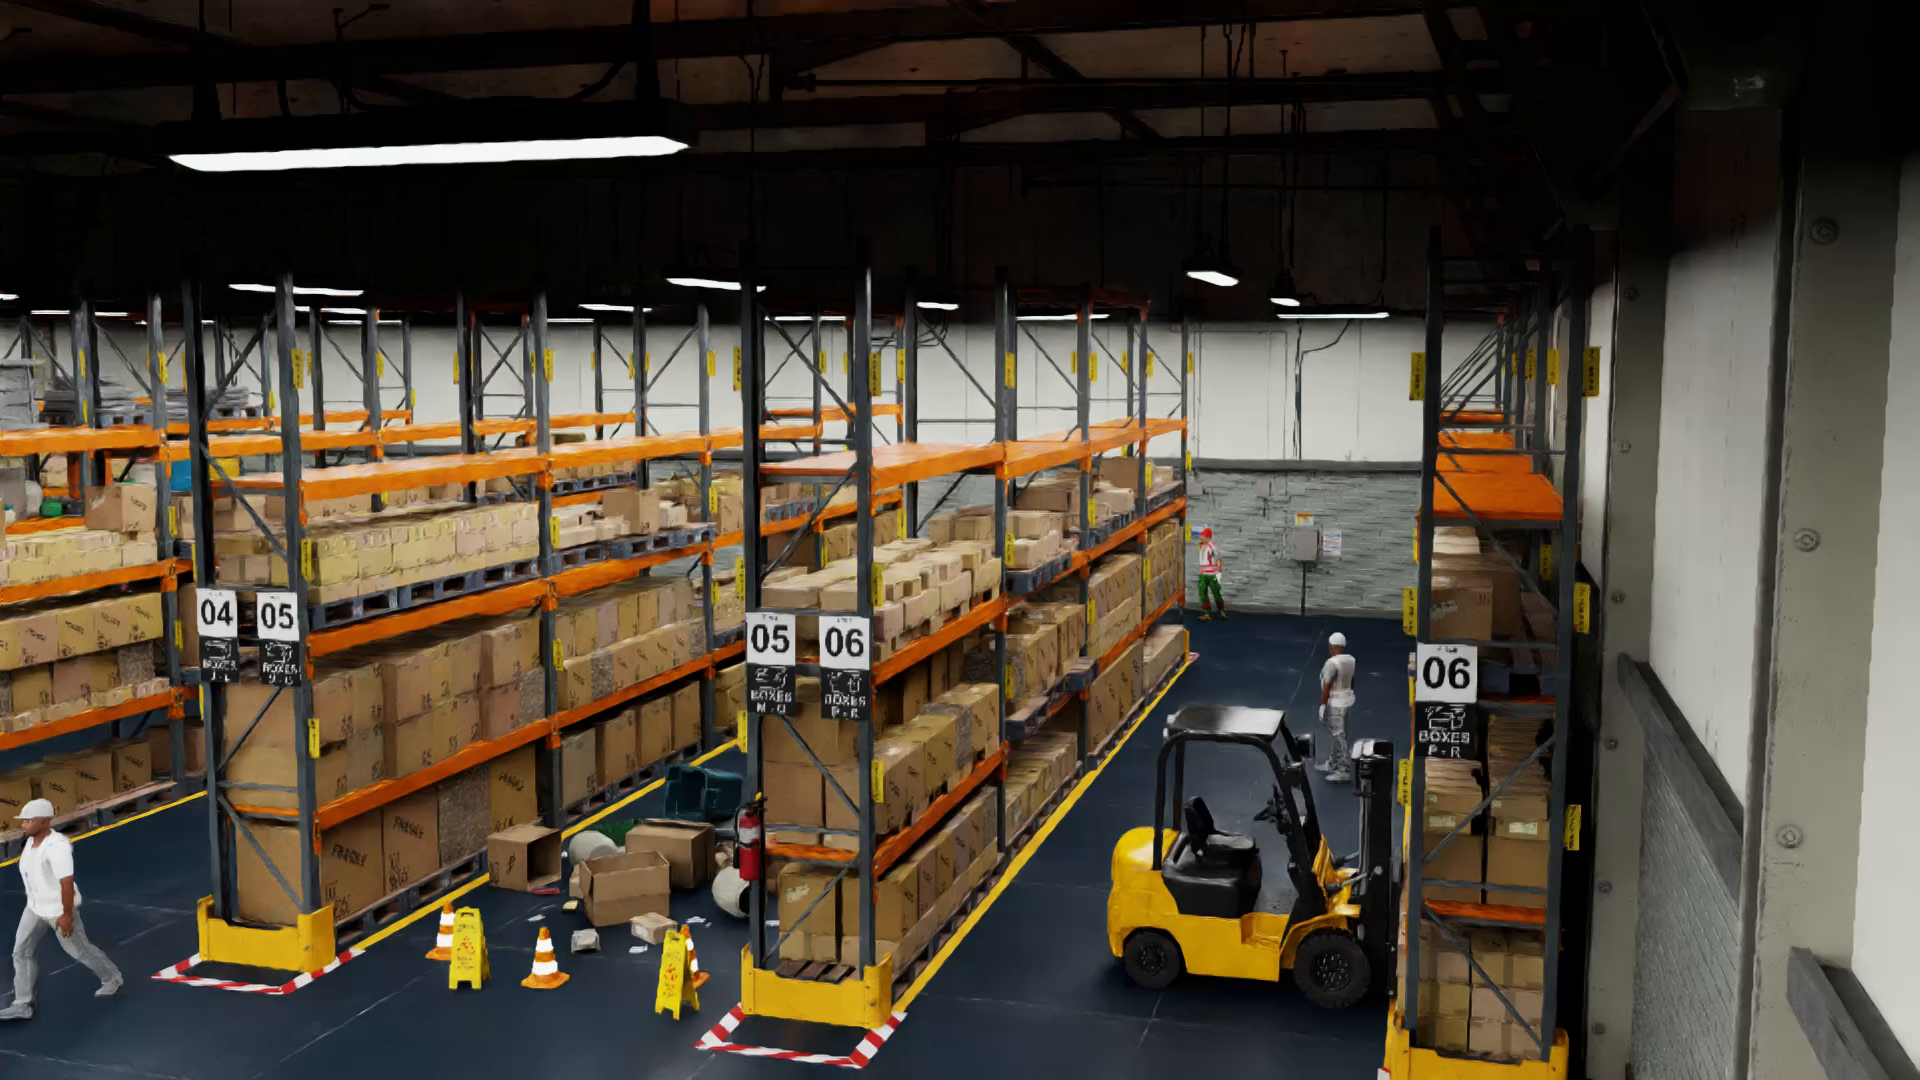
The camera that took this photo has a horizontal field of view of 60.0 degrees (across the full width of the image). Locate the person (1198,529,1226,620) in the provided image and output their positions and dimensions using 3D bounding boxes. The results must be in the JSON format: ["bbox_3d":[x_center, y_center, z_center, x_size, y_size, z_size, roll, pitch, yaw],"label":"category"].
[{"bbox_3d":[4.918,0.662,32.436,0.573,1.774,0.579,-5,8,-38],"label":"person"}]

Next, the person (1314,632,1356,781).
[{"bbox_3d":[4.572,1.998,20.294,0.594,1.782,0.678,5,8,38],"label":"person"}]

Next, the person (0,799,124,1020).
[{"bbox_3d":[-7.079,2.860,13.025,0.599,1.728,0.940,4,8,32],"label":"person"}]
